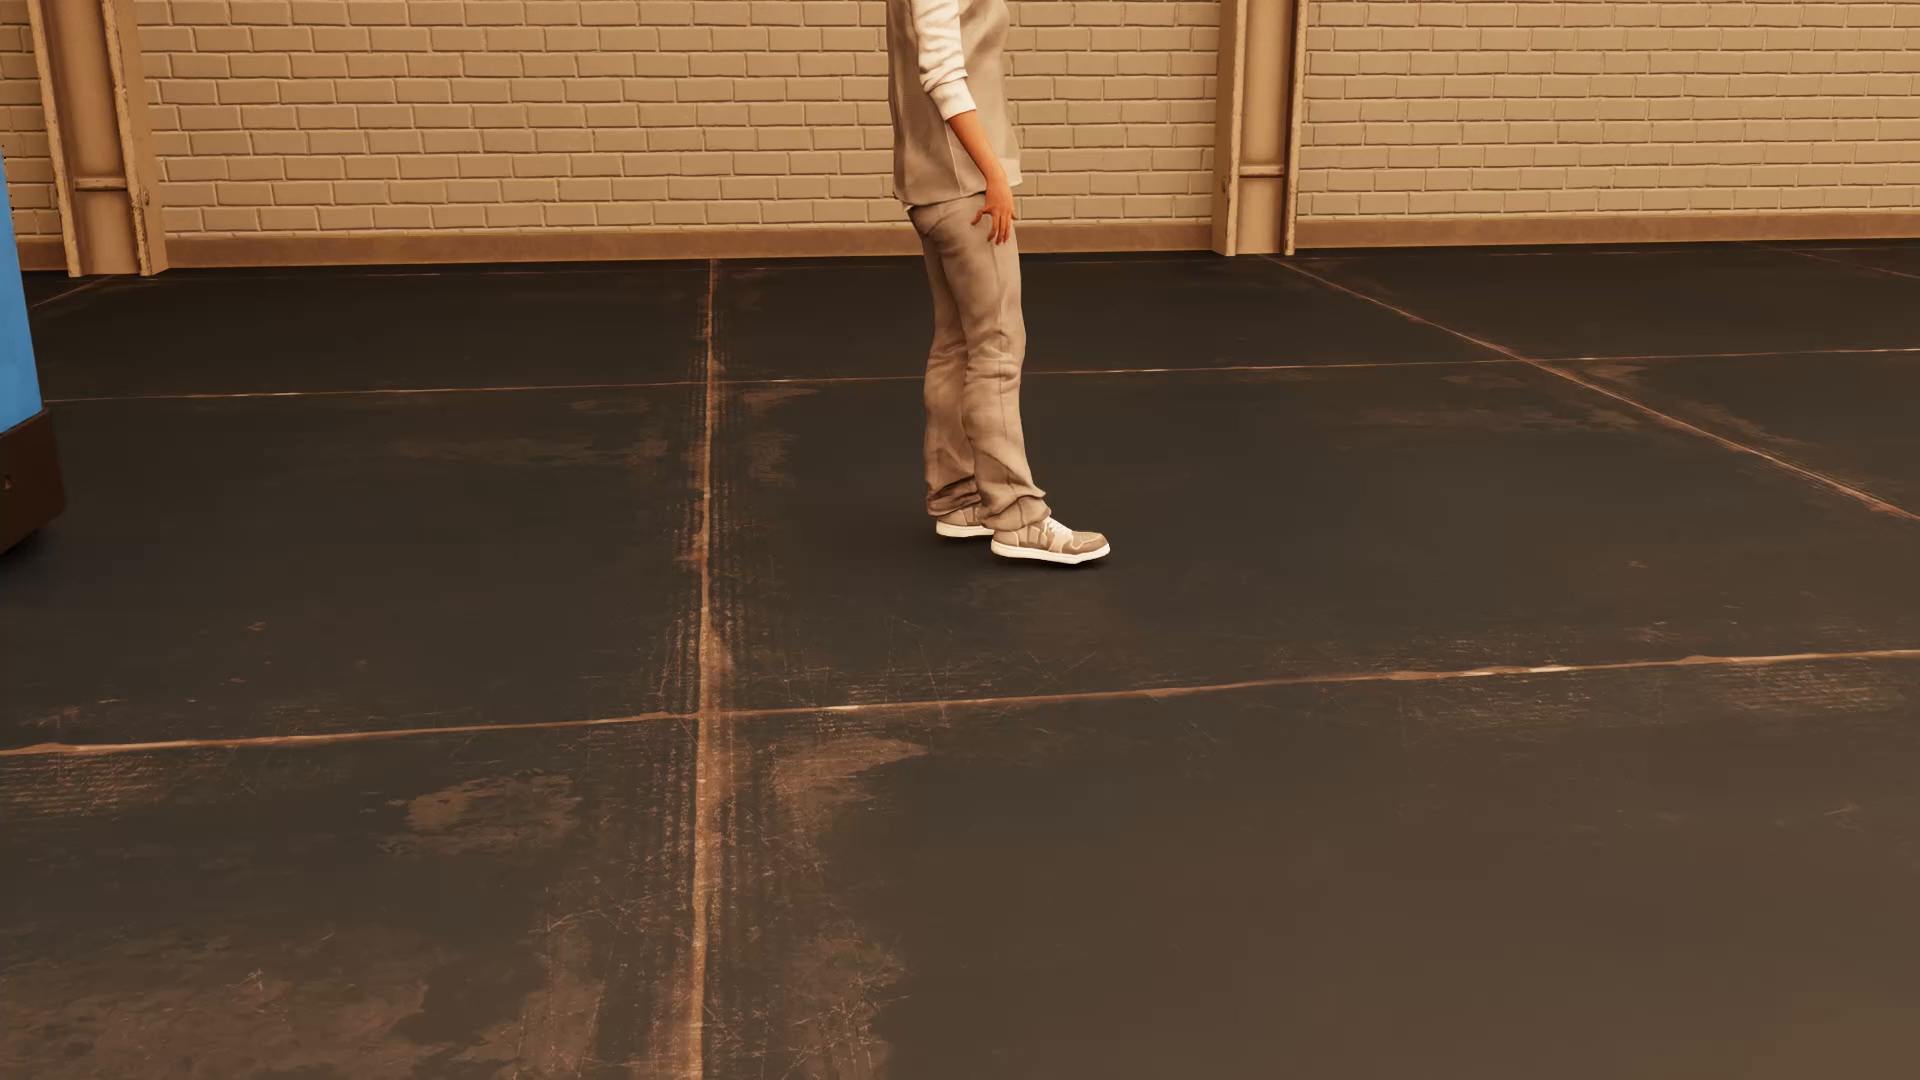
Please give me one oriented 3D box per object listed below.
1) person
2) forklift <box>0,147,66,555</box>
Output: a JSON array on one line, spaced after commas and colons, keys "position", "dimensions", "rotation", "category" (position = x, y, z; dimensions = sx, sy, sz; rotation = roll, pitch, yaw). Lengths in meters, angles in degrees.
[{"position": [0.076, -0.771, 3.730], "dimensions": [0.473, 1.599, 0.520], "rotation": [-2, 17, -8], "category": "person"}, {"position": [-3.572, -1.224, 2.948], "dimensions": [3.031, 2.935, 1.130], "rotation": [-2, 17, -8], "category": "forklift"}]
